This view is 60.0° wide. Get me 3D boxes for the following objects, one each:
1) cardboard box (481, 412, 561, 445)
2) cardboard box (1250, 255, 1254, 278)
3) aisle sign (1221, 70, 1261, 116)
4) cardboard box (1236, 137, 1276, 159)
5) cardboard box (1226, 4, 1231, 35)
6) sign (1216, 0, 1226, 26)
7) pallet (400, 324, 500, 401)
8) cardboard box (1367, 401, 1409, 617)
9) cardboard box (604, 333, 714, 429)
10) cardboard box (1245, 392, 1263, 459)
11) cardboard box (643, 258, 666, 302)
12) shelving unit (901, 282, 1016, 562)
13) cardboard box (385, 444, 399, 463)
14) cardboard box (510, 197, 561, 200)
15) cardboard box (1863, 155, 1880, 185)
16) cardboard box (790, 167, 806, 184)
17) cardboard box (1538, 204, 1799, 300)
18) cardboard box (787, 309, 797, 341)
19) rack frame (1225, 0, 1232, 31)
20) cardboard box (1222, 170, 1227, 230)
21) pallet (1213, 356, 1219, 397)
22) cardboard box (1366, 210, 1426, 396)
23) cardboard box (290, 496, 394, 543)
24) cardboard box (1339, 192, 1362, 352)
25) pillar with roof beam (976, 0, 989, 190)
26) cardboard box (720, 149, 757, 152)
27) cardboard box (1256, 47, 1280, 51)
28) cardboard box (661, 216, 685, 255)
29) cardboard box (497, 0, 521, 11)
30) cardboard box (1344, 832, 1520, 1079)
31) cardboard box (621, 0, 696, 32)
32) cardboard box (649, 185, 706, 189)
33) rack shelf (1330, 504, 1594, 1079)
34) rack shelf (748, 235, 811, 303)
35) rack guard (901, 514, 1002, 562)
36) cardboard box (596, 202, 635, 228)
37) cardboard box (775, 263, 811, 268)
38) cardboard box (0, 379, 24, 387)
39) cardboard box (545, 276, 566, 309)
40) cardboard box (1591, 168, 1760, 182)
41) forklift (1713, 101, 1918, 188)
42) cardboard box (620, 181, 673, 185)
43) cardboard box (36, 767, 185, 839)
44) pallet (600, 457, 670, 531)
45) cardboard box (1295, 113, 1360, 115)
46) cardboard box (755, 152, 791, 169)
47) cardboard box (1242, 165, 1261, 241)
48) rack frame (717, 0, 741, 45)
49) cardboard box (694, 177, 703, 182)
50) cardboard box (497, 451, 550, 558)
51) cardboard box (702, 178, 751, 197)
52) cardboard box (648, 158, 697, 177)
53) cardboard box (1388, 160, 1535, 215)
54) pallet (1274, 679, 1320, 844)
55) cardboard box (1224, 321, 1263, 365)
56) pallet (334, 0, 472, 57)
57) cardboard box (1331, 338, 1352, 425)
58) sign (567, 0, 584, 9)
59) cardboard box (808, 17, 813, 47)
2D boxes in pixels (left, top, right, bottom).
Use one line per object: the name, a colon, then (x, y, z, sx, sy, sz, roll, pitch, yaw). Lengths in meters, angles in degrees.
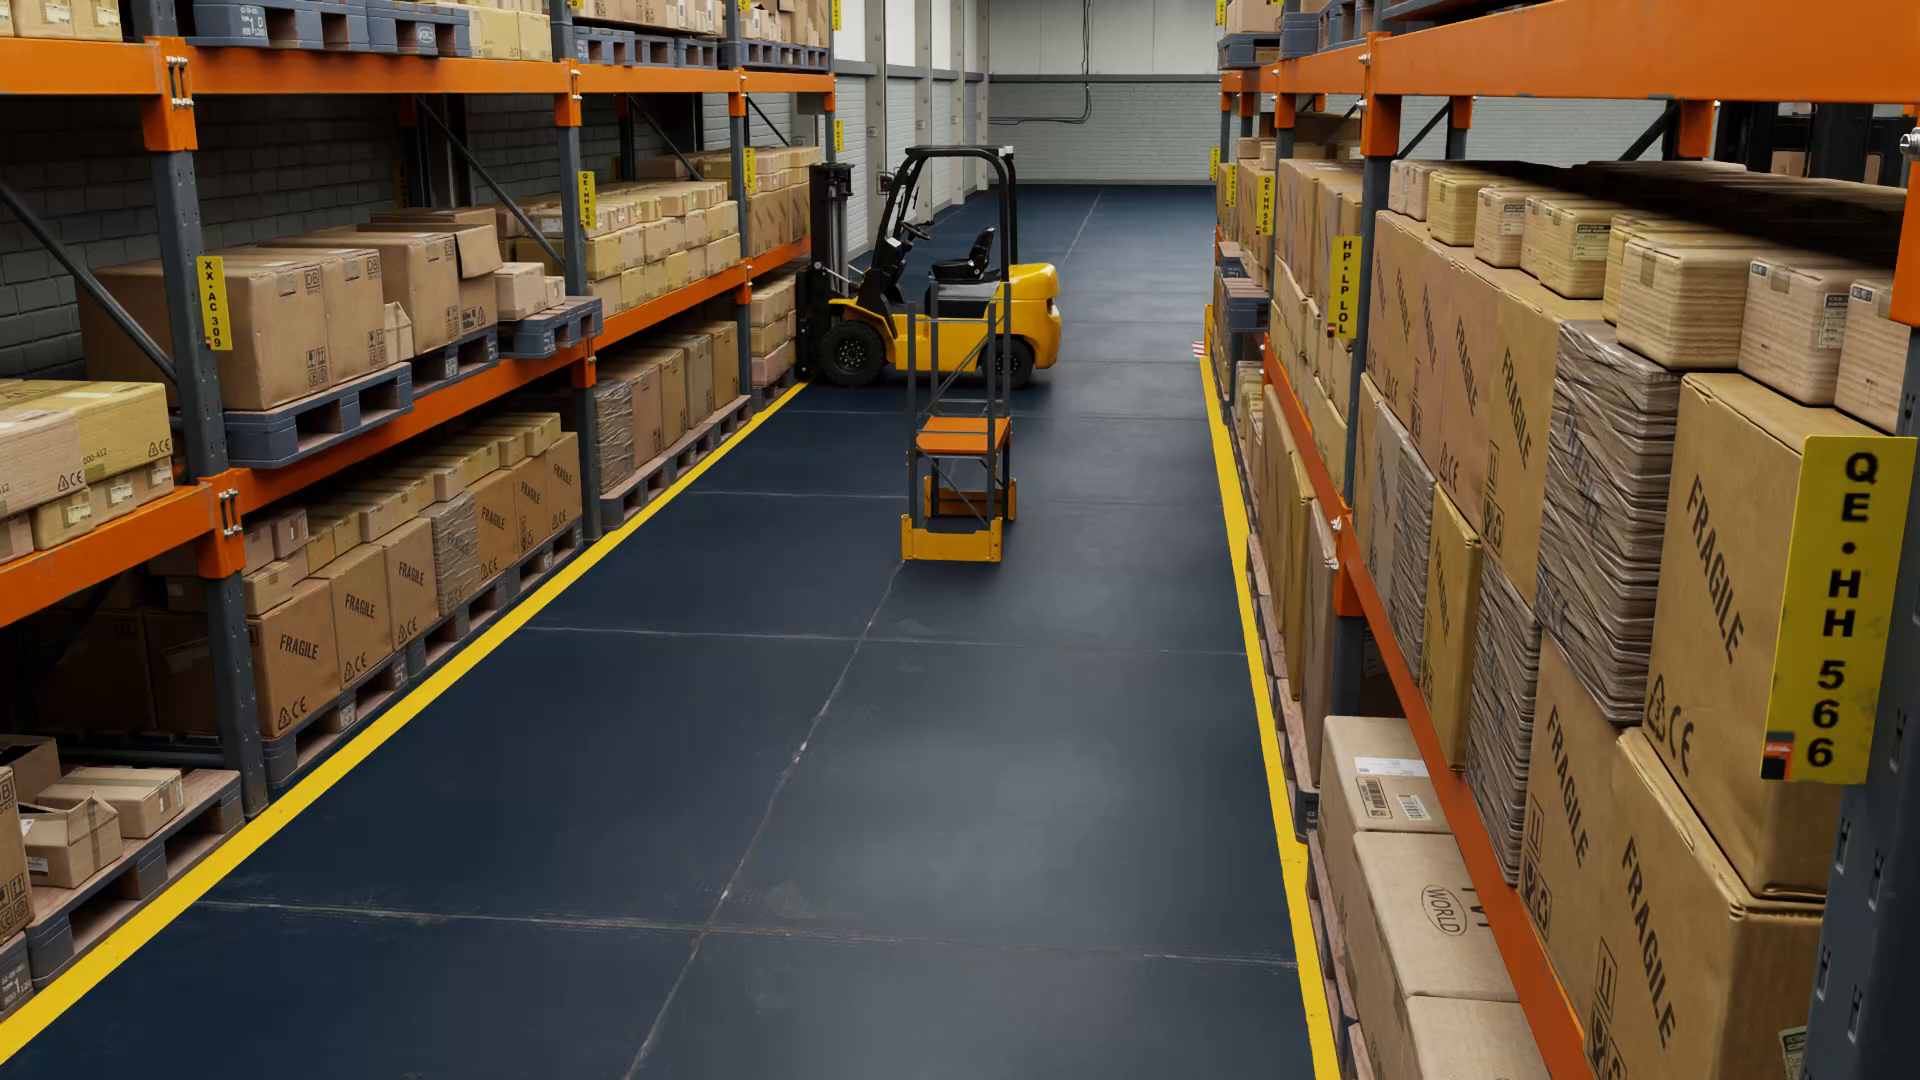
cardboard box: (-2.504, -0.634, 9.502, 0.380, 0.149, 0.250, 1, 15, 4)
cardboard box: (2.014, -1.692, 10.350, 0.380, 0.149, 0.250, 1, 15, 4)
aisle sign: (2.834, -4.670, 16.707, 0.394, 0.787, 0.004, 2, 15, 6)
cardboard box: (2.279, -2.949, 12.512, 0.380, 0.149, 0.250, 2, 15, 6)
cardboard box: (2.219, -3.791, 12.173, 0.500, 0.250, 0.500, 1, 15, 5)
sign: (2.596, -5.276, 16.506, 0.100, 0.325, 0.005, 2, 15, 6)
pallet: (-2.915, -0.863, 7.976, 1.003, 0.211, 1.213, 2, 15, 6)
cardboard box: (1.407, -0.082, 4.526, 0.500, 0.500, 0.500, 2, 15, 7)
cardboard box: (-2.392, -1.218, 12.663, 0.875, 0.625, 0.625, 2, 15, 6)
cardboard box: (2.472, -0.784, 11.544, 0.950, 0.372, 0.625, 2, 15, 8)
cardboard box: (-2.294, -1.760, 11.212, 0.500, 0.250, 0.500, 1, 15, 4)
shelving unit: (0.009, -0.744, 10.039, 0.587, 1.500, 1.083, 2, 15, 6)
cardboard box: (-3.197, -0.441, 8.787, 0.380, 0.149, 0.250, 1, 15, 4)
cardboard box: (-2.846, -2.247, 11.292, 0.380, 0.149, 0.250, 1, 15, 5)
cardboard box: (7.636, -3.068, 13.404, 0.875, 0.550, 0.550, 2, 15, 6)
cardboard box: (-1.679, -3.465, 15.796, 0.380, 0.149, 0.250, 2, 15, 7)
cardboard box: (1.261, -0.516, 2.974, 0.380, 0.149, 0.250, 2, 15, 8)
cardboard box: (-1.764, -1.992, 15.287, 0.500, 0.250, 0.500, 2, 15, 6)
rack frame: (3.135, -6.286, 16.170, 1.000, 3.000, 0.127, 2, 15, 6)
cardboard box: (2.645, -3.069, 15.002, 0.500, 0.500, 0.500, 1, 15, 5)
pallet: (2.859, -1.499, 15.302, 1.003, 0.211, 1.213, 2, 15, 6)
cardboard box: (1.487, -0.692, 4.869, 0.500, 0.500, 0.500, 2, 15, 7)
cardboard box: (-2.792, -0.094, 7.503, 0.380, 0.149, 0.250, 2, 15, 6)
cardboard box: (1.582, -0.932, 5.755, 0.500, 0.500, 0.500, 2, 15, 8)
pillar with roof beam: (4.891, -13.931, 44.443, 9.100, 9.000, 0.400, 2, 15, 6)
cardboard box: (-2.174, -3.691, 16.061, 0.380, 0.149, 0.250, 2, 15, 8)
cardboard box: (2.466, -3.995, 13.160, 0.500, 0.250, 0.500, 2, 15, 6)
cardboard box: (-2.240, -2.136, 11.643, 0.500, 0.250, 0.500, 2, 15, 7)
cardboard box: (-2.550, -2.863, 8.780, 0.380, 0.149, 0.250, 1, 15, 5)
cardboard box: (1.503, 1.148, 4.273, 0.875, 0.438, 0.875, 1, 15, 5)
cardboard box: (-2.175, -3.760, 11.749, 0.500, 0.311, 0.500, 1, 15, 4)
cardboard box: (-2.158, -2.635, 12.725, 0.380, 0.149, 0.250, 2, 15, 6)
rack shelf: (1.555, 0.588, 3.619, 1.077, 0.370, 4.000, 2, 15, 6)
rack shelf: (-2.023, -2.669, 15.666, 1.077, 0.370, 4.000, 2, 15, 6)
rack guard: (-0.048, -0.011, 9.725, 0.587, 0.250, 0.087, 2, 15, 6)
cardboard box: (-2.322, -2.101, 10.750, 0.380, 0.149, 0.250, 2, 15, 7)
cardboard box: (-1.591, -2.632, 16.698, 0.500, 0.250, 0.500, 2, 15, 7)
cardboard box: (-3.476, -0.374, 5.515, 0.500, 0.250, 0.500, 2, 15, 6)
cardboard box: (-2.393, -1.360, 9.123, 0.380, 0.149, 0.250, 2, 15, 7)
cardboard box: (1.887, -0.903, 4.406, 0.380, 0.149, 0.250, 2, 15, 6)
forklift: (5.586, -1.647, 10.637, 3.031, 2.935, 1.130, -6, 16, -21)
cardboard box: (-2.502, -2.775, 13.242, 0.380, 0.149, 0.250, 1, 15, 5)
cardboard box: (-2.923, 0.904, 5.731, 0.380, 0.149, 0.250, 1, 15, 5)
pallet: (-2.568, -0.327, 10.966, 1.003, 0.211, 1.213, 2, 15, 6)
cardboard box: (3.274, -3.659, 15.272, 0.700, 0.500, 0.500, 2, 15, 6)
cardboard box: (-1.796, -3.543, 15.515, 0.380, 0.149, 0.250, 2, 15, 7)
cardboard box: (2.173, -2.243, 11.144, 0.500, 0.500, 0.500, 1, 15, 4)
rack frame: (-2.249, -5.394, 12.870, 1.000, 3.000, 0.127, 2, 15, 6)
cardboard box: (-2.436, -3.085, 14.389, 0.380, 0.149, 0.250, 2, 15, 8)
cardboard box: (-2.601, -0.211, 9.180, 0.500, 0.500, 0.500, 1, 15, 5)
cardboard box: (-1.951, -2.934, 13.833, 0.380, 0.149, 0.250, 1, 15, 5)
cardboard box: (-2.443, -3.158, 14.092, 0.380, 0.149, 0.250, 1, 15, 5)
cardboard box: (1.487, -1.048, 4.940, 0.380, 0.149, 0.250, 1, 15, 5)
pallet: (1.793, 0.866, 6.555, 1.003, 0.211, 1.213, 2, 15, 6)
cardboard box: (2.484, -1.751, 13.919, 0.500, 0.500, 0.500, 1, 15, 5)
pallet: (-2.894, -2.216, 7.226, 1.213, 0.211, 1.003, 2, 15, 6)
cardboard box: (1.589, -0.568, 5.847, 0.500, 0.250, 0.500, 2, 15, 6)
sign: (-2.161, -3.142, 9.297, 0.100, 0.325, 0.005, 2, 15, 6)
cardboard box: (-1.618, -4.880, 15.977, 0.396, 0.266, 0.258, 2, 15, 6)
